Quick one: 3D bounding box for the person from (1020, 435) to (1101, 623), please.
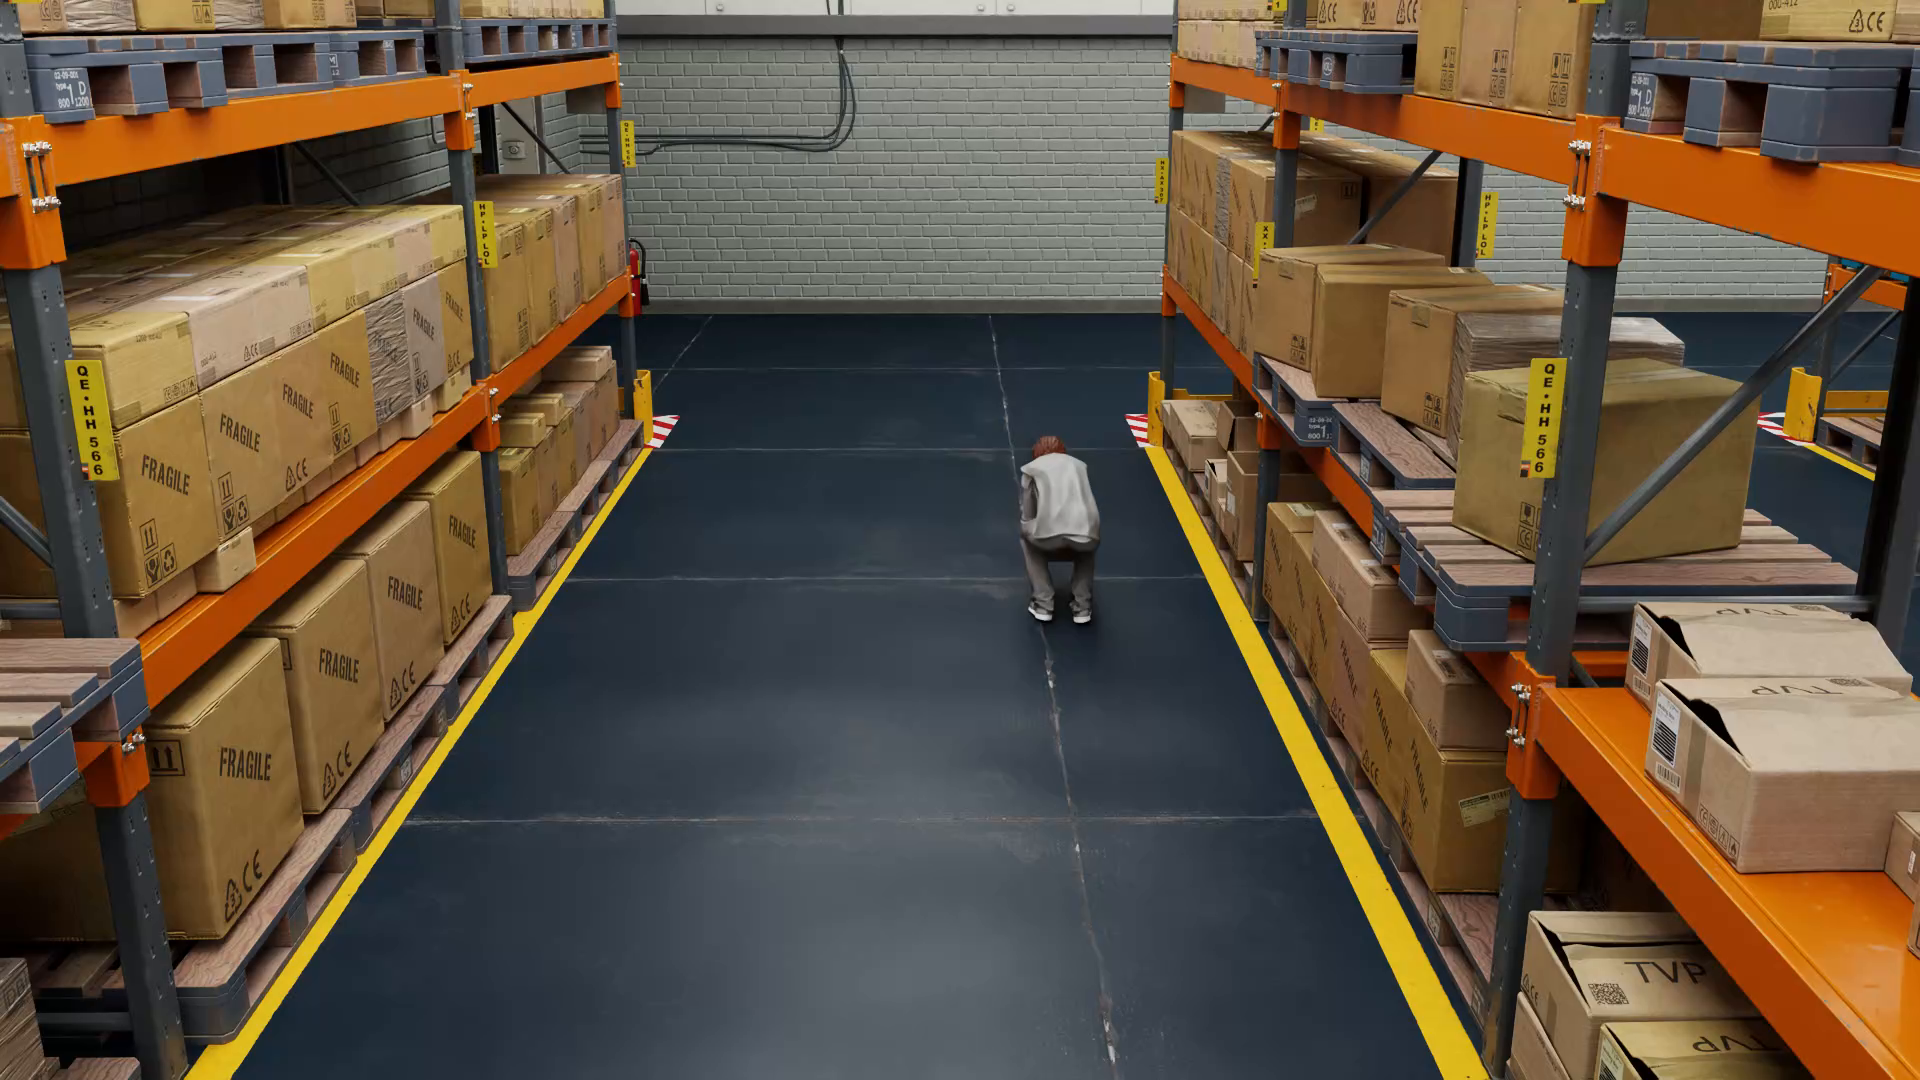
[{"bbox_3d":[0.534,-0.046,8.896,0.419,0.892,0.847,-1,17,-2],"label":"person"}]
